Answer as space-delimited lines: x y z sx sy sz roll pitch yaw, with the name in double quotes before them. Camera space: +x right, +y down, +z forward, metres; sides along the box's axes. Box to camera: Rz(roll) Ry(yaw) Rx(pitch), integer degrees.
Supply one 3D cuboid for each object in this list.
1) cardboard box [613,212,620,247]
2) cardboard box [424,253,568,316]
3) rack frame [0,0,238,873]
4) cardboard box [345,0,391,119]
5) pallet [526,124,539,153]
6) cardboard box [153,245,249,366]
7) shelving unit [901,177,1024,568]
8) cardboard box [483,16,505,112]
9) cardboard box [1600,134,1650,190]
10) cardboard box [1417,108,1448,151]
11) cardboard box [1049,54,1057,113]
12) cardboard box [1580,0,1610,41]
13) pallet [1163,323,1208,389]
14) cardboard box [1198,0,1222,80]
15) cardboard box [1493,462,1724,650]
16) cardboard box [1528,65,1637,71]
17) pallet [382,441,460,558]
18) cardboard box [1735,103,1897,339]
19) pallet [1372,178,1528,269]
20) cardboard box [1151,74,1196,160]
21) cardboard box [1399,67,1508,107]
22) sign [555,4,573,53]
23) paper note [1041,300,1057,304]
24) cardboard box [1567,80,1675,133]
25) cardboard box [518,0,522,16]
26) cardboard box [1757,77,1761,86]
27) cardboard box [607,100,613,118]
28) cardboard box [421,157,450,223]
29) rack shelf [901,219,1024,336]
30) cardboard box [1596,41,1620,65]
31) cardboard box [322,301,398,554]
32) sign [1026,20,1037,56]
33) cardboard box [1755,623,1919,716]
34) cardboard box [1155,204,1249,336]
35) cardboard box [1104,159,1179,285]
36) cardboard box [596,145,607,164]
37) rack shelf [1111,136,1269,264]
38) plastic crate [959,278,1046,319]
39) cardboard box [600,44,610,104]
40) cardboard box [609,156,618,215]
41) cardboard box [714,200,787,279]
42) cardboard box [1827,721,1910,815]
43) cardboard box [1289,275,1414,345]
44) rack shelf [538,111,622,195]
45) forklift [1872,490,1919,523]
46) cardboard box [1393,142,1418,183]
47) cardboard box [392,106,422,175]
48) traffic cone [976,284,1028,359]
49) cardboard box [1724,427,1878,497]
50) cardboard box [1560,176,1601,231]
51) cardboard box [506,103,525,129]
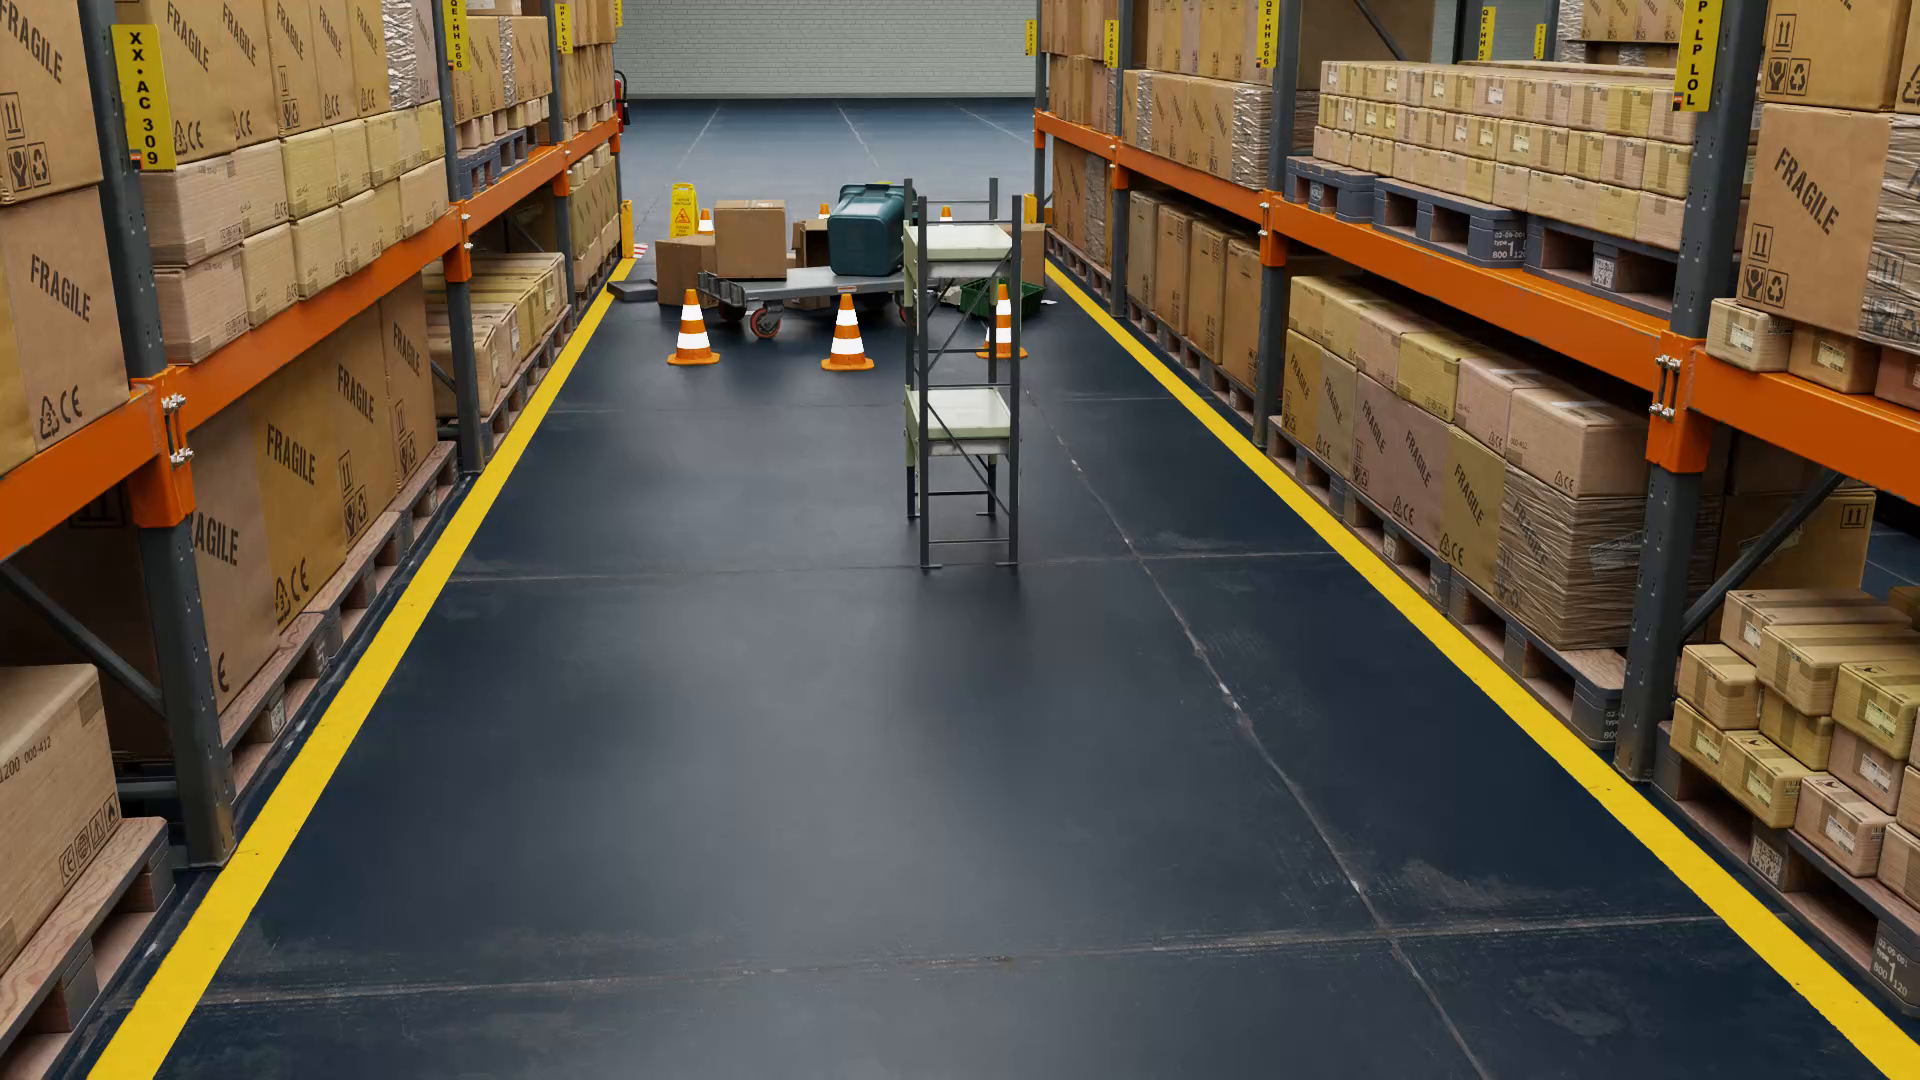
"cardboard box" -3.334 -2.785 14.929 0.500 0.250 0.500 -2 18 -6
"cardboard box" -3.219 -1.735 11.381 0.950 0.372 0.625 -2 17 -5
"rack frame" -2.450 -0.561 3.956 1.000 3.000 0.127 -2 18 -6
"cardboard box" -2.443 -1.831 6.164 0.500 0.500 0.500 -2 18 -6
"pallet" -3.341 -2.621 10.837 1.003 0.211 1.213 -2 18 -6
"cardboard box" -2.233 -0.629 4.422 0.500 0.250 0.500 -2 18 -7
"shelving unit" -0.001 -0.718 6.959 0.431 1.500 0.755 -2 18 -6
"cardboard box" -2.801 -2.597 9.076 0.500 0.500 0.500 -1 17 -5
"cardboard box" 2.197 -1.157 5.077 0.380 0.149 0.250 -2 18 -5
"cardboard box" 2.035 -1.624 6.565 0.380 0.149 0.250 -2 18 -6
"cardboard box" 1.309 -4.282 15.557 0.875 0.550 0.550 -2 18 -6
"cardboard box" 6.000 -4.787 15.086 0.500 0.500 0.500 -2 18 -6
"pallet" 1.921 -1.205 10.663 1.003 0.211 1.213 -2 18 -6
"cardboard box" 1.853 -3.050 10.049 0.700 0.500 0.500 -2 18 -6
"cardboard box" 2.136 0.036 5.528 0.500 0.500 0.500 -2 18 -7
"cardboard box" 2.639 -1.936 7.060 0.380 0.149 0.250 -1 17 -4
"pallet" -2.856 -0.185 7.414 1.003 0.211 1.213 -2 18 -6
"cardboard box" 2.263 -0.778 3.985 0.500 0.500 0.500 -2 18 -7
"pallet" 2.295 -1.256 6.489 1.003 0.211 1.213 -2 18 -6
"cardboard box" 1.526 -2.711 10.637 0.500 0.500 0.500 -2 18 -6
"cardboard box" 2.013 -1.844 6.767 0.380 0.149 0.250 -1 17 -3
"sign" -2.724 -3.515 11.432 0.100 0.325 0.005 -2 18 -6
"paper note" 0.668 -1.883 13.124 0.142 0.020 0.147 16 24 42
"cardboard box" 2.174 -1.379 5.287 0.380 0.149 0.250 -2 18 -7
"cardboard box" -2.919 -3.308 10.260 0.380 0.149 0.250 -2 18 -7
"cardboard box" 2.798 -1.474 5.588 0.380 0.149 0.250 -2 18 -6
"cardboard box" -3.300 -3.839 14.818 0.380 0.149 0.250 -2 18 -6
"cardboard box" -2.552 -1.538 7.320 0.500 0.250 0.500 -2 18 -8
"rack shelf" -0.001 -1.090 6.842 0.431 0.370 0.720 -2 18 -6
"cardboard box" 6.370 -4.322 15.272 0.875 0.500 0.500 -2 18 -6
"cardboard box" -2.786 -0.465 6.497 0.875 0.875 0.875 -2 17 -5
"sign" 0.673 -4.755 15.736 0.100 0.325 0.005 -2 18 -6
"cardboard box" 2.262 0.325 4.199 0.380 0.149 0.250 -1 17 -3
"cardboard box" 1.887 -1.785 10.909 1.050 0.750 0.750 -2 18 -6
"cardboard box" 1.643 -2.504 12.990 0.875 0.875 0.875 -2 17 -5
"cardboard box" -3.218 -3.279 14.168 0.380 0.149 0.250 -1 17 -5
"rack shelf" 1.844 -2.188 10.341 1.077 0.370 4.000 -2 18 -6
"plastic crate" 0.317 -1.825 12.579 0.450 0.188 0.662 18 23 19
"cardboard box" -3.311 -4.023 14.321 0.500 0.500 0.500 -2 18 -6
"cardboard box" -3.346 -3.152 14.846 0.500 0.500 0.500 -2 18 -5
"cardboard box" -1.508 -2.177 12.012 0.500 0.500 0.500 -2 18 -6
"cardboard box" 2.358 0.536 4.024 0.380 0.149 0.250 -2 18 -6
"cardboard box" 1.881 -1.088 7.856 0.500 0.250 0.500 -3 18 -8
"rack shelf" -3.482 -3.197 13.554 1.077 0.370 4.000 -2 18 -6
"forklift" 4.673 -1.468 6.958 1.130 2.935 3.031 -2 18 -5
"cardboard box" 2.011 -1.557 6.846 0.380 0.149 0.250 -1 17 -4
"cardboard box" -2.503 -1.631 6.779 0.500 0.250 0.500 -2 18 -7
"traffic cone" 0.274 -1.471 11.090 0.336 0.463 0.334 -2 18 -6
"cardboard box" 2.650 -0.338 5.465 0.500 0.250 0.500 -3 18 -8
"cardboard box" 2.174 -1.088 5.354 0.380 0.149 0.250 -2 18 -6
"cardboard box" -2.857 -2.576 10.092 0.380 0.149 0.250 -2 18 -6
